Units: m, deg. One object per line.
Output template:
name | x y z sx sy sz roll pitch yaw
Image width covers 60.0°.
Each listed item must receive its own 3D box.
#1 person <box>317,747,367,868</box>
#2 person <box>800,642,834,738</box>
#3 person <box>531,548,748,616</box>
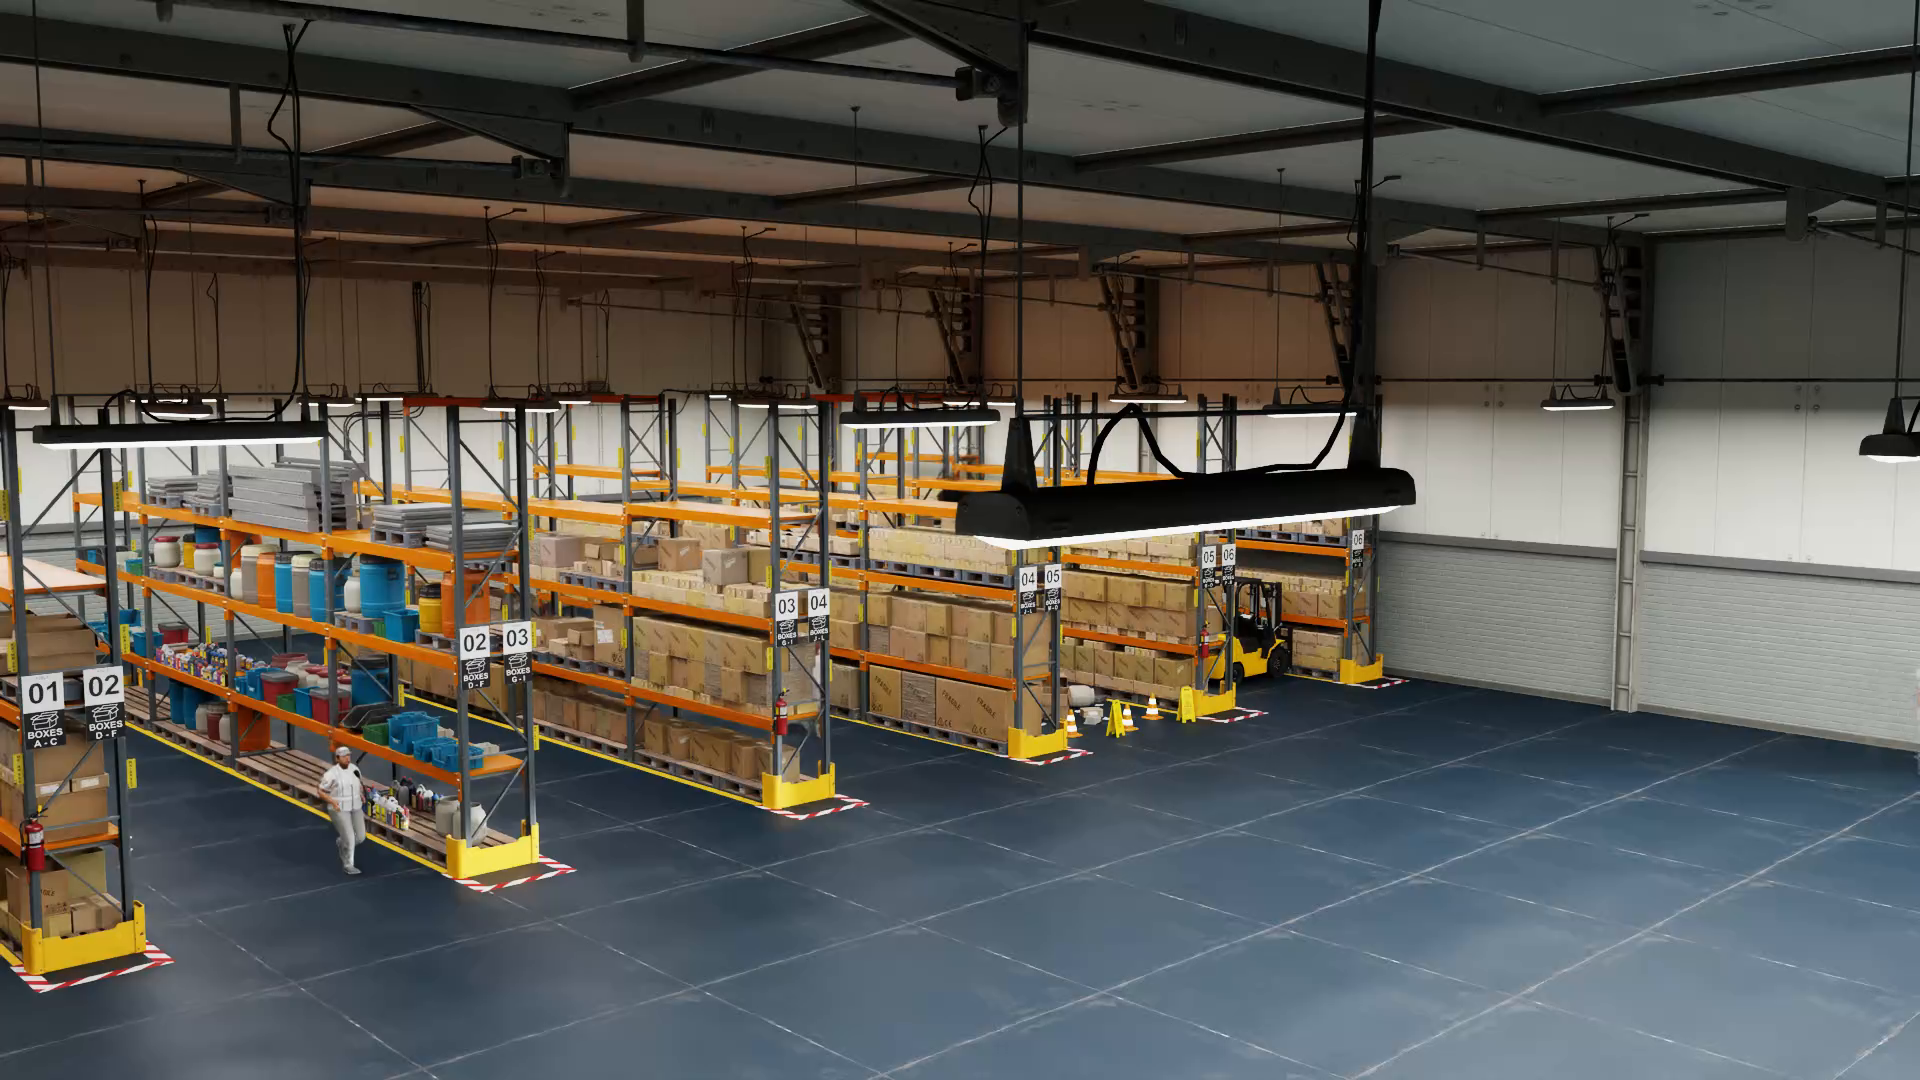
person | -7.926 3.426 21.392 0.574 1.556 0.611 4 7 38
person | -2.594 2.590 29.695 0.789 1.816 0.681 5 7 41
person | -6.867 1.260 33.332 5.500 3.681 16.319 -5 7 -40
